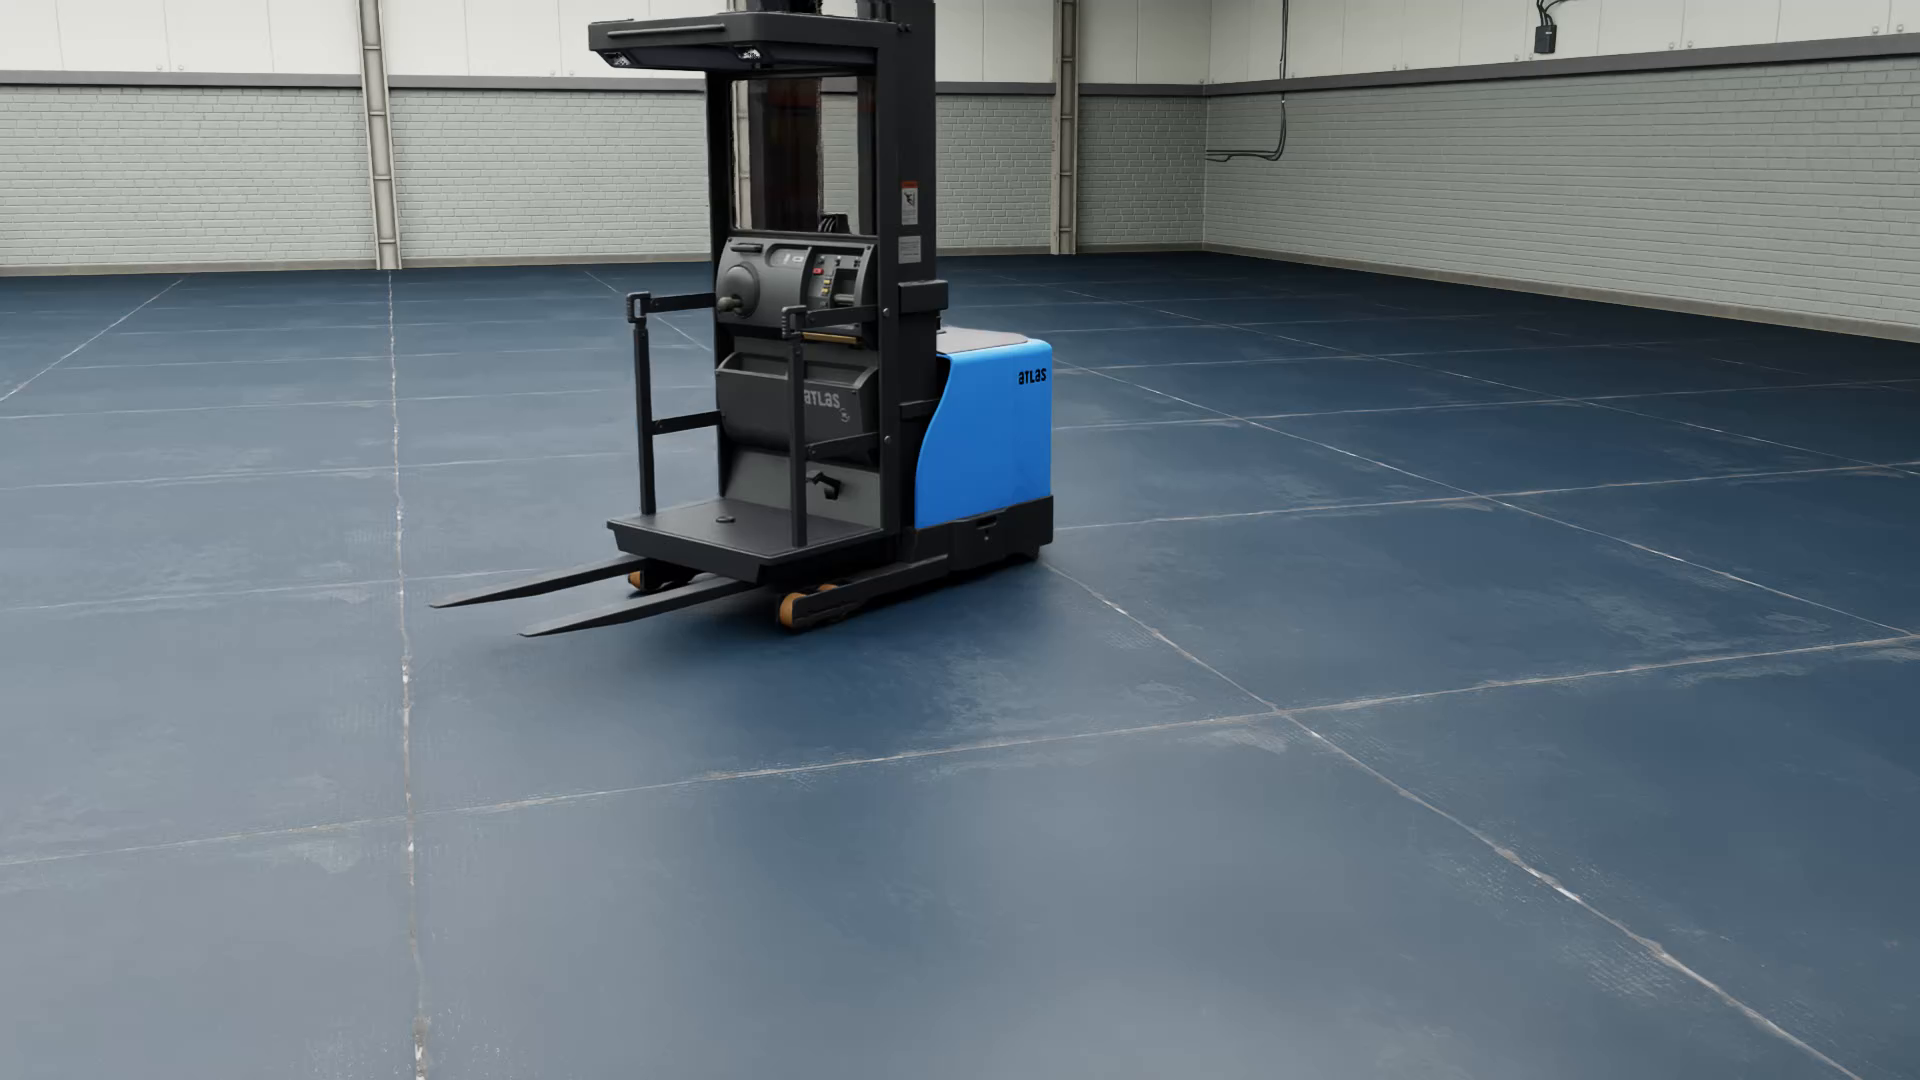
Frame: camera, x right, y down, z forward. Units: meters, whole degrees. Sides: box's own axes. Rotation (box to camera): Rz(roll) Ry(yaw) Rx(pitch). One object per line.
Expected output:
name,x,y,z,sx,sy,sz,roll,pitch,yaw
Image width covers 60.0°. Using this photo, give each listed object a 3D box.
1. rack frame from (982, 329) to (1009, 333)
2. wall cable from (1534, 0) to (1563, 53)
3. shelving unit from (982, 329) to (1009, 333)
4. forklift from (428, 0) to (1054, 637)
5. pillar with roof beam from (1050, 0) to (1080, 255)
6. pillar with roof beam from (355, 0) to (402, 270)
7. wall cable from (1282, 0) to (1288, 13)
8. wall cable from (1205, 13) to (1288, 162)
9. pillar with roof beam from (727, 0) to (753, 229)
rack frame,0.184,-0.587,8.841,0.008,1.050,0.200,-12,18,-40
wall cable,8.160,-9.251,20.739,0.169,6.003,2.305,-4,14,-18
shelving unit,0.093,-0.568,8.762,0.252,1.050,0.215,-12,18,-40
forklift,-0.875,-1.169,7.223,1.130,2.935,3.031,11,17,39
pillar with roof beam,3.306,-8.808,26.227,0.400,9.000,9.100,-4,14,-18
pillar with roof beam,-8.067,-7.922,22.503,0.400,9.000,9.100,-4,14,-18
wall cable,6.010,-10.033,27.172,0.112,2.526,3.097,-4,14,-18
wall cable,5.147,-8.169,30.250,0.112,2.526,3.097,-4,14,-18
pillar with roof beam,-2.381,-8.365,24.365,0.400,9.000,9.100,-4,14,-18
